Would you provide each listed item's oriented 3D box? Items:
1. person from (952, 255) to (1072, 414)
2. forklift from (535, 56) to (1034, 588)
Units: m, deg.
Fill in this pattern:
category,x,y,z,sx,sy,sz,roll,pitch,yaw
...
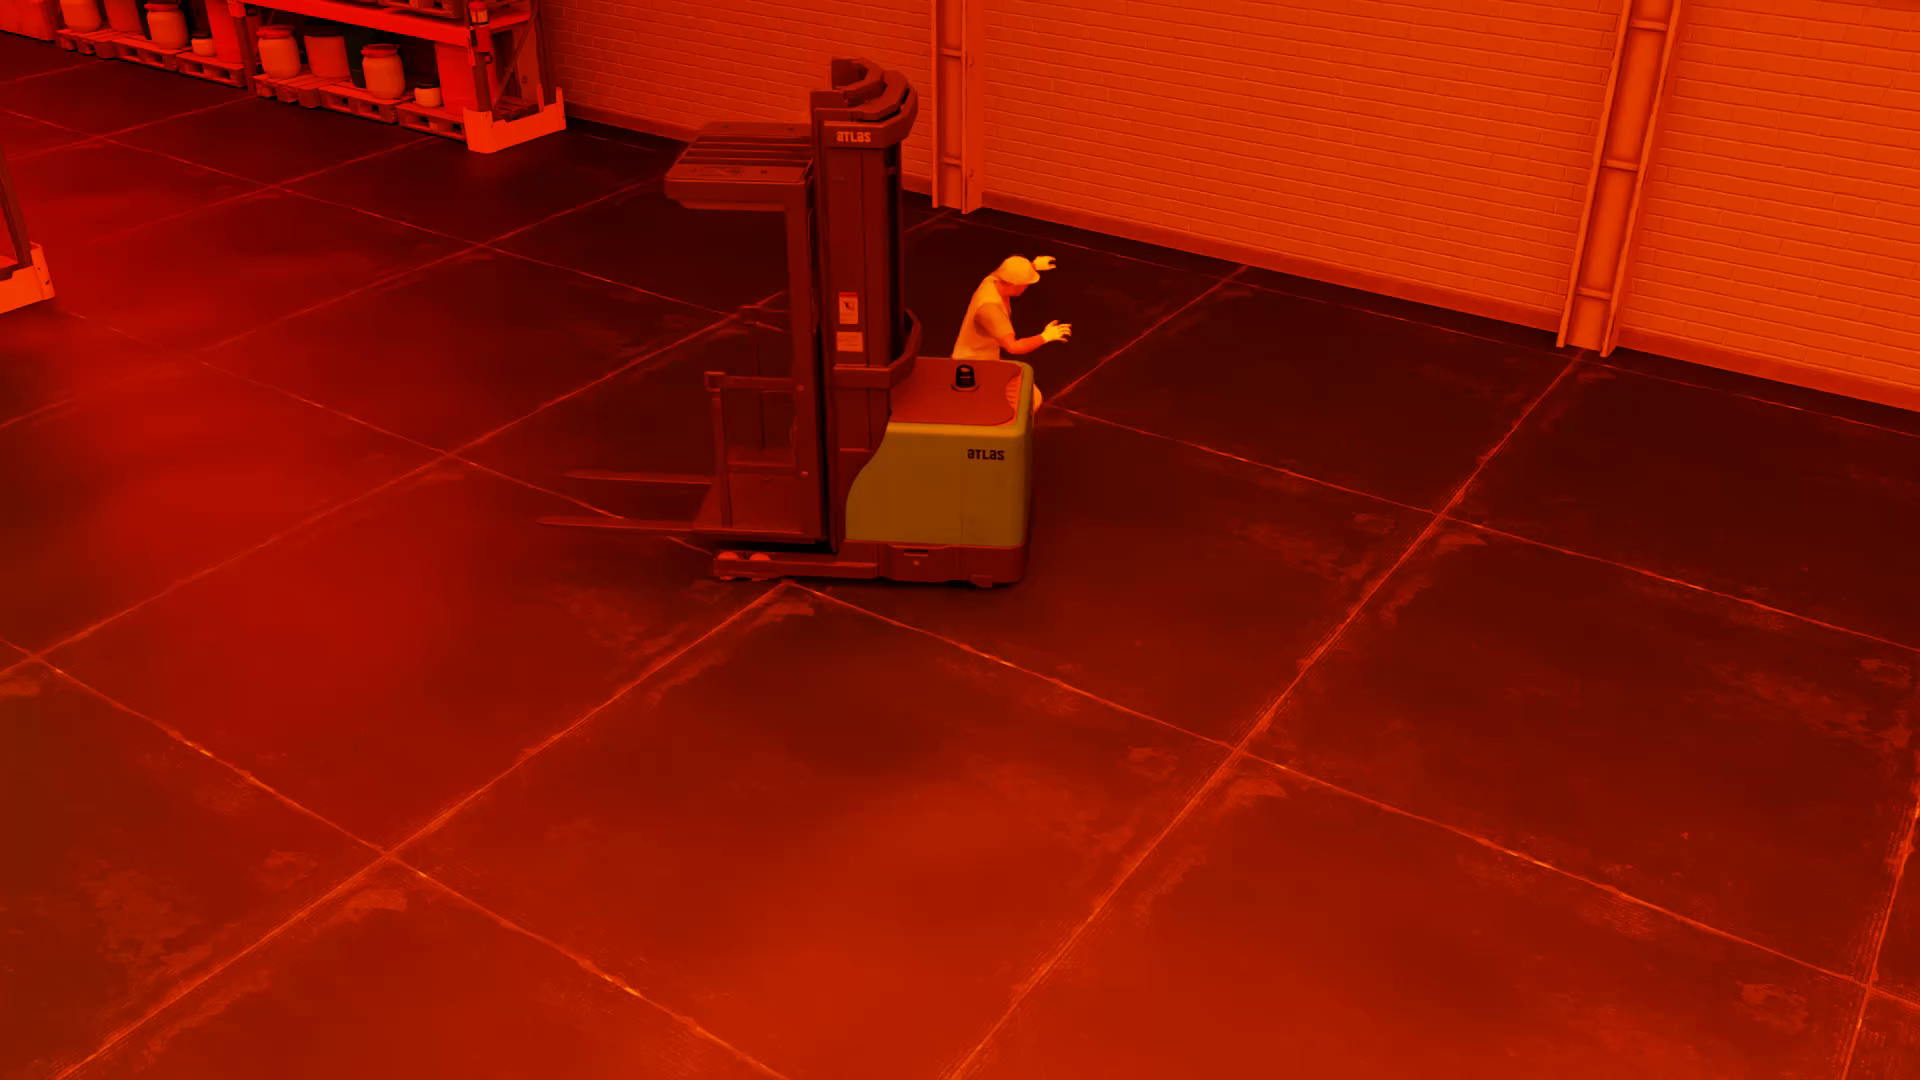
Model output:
category,x,y,z,sx,sy,sz,roll,pitch,yaw
person,0.353,-1.193,11.066,0.804,1.479,1.613,6,31,10
forklift,-1.080,-1.278,9.782,3.031,2.935,1.130,3,30,5
